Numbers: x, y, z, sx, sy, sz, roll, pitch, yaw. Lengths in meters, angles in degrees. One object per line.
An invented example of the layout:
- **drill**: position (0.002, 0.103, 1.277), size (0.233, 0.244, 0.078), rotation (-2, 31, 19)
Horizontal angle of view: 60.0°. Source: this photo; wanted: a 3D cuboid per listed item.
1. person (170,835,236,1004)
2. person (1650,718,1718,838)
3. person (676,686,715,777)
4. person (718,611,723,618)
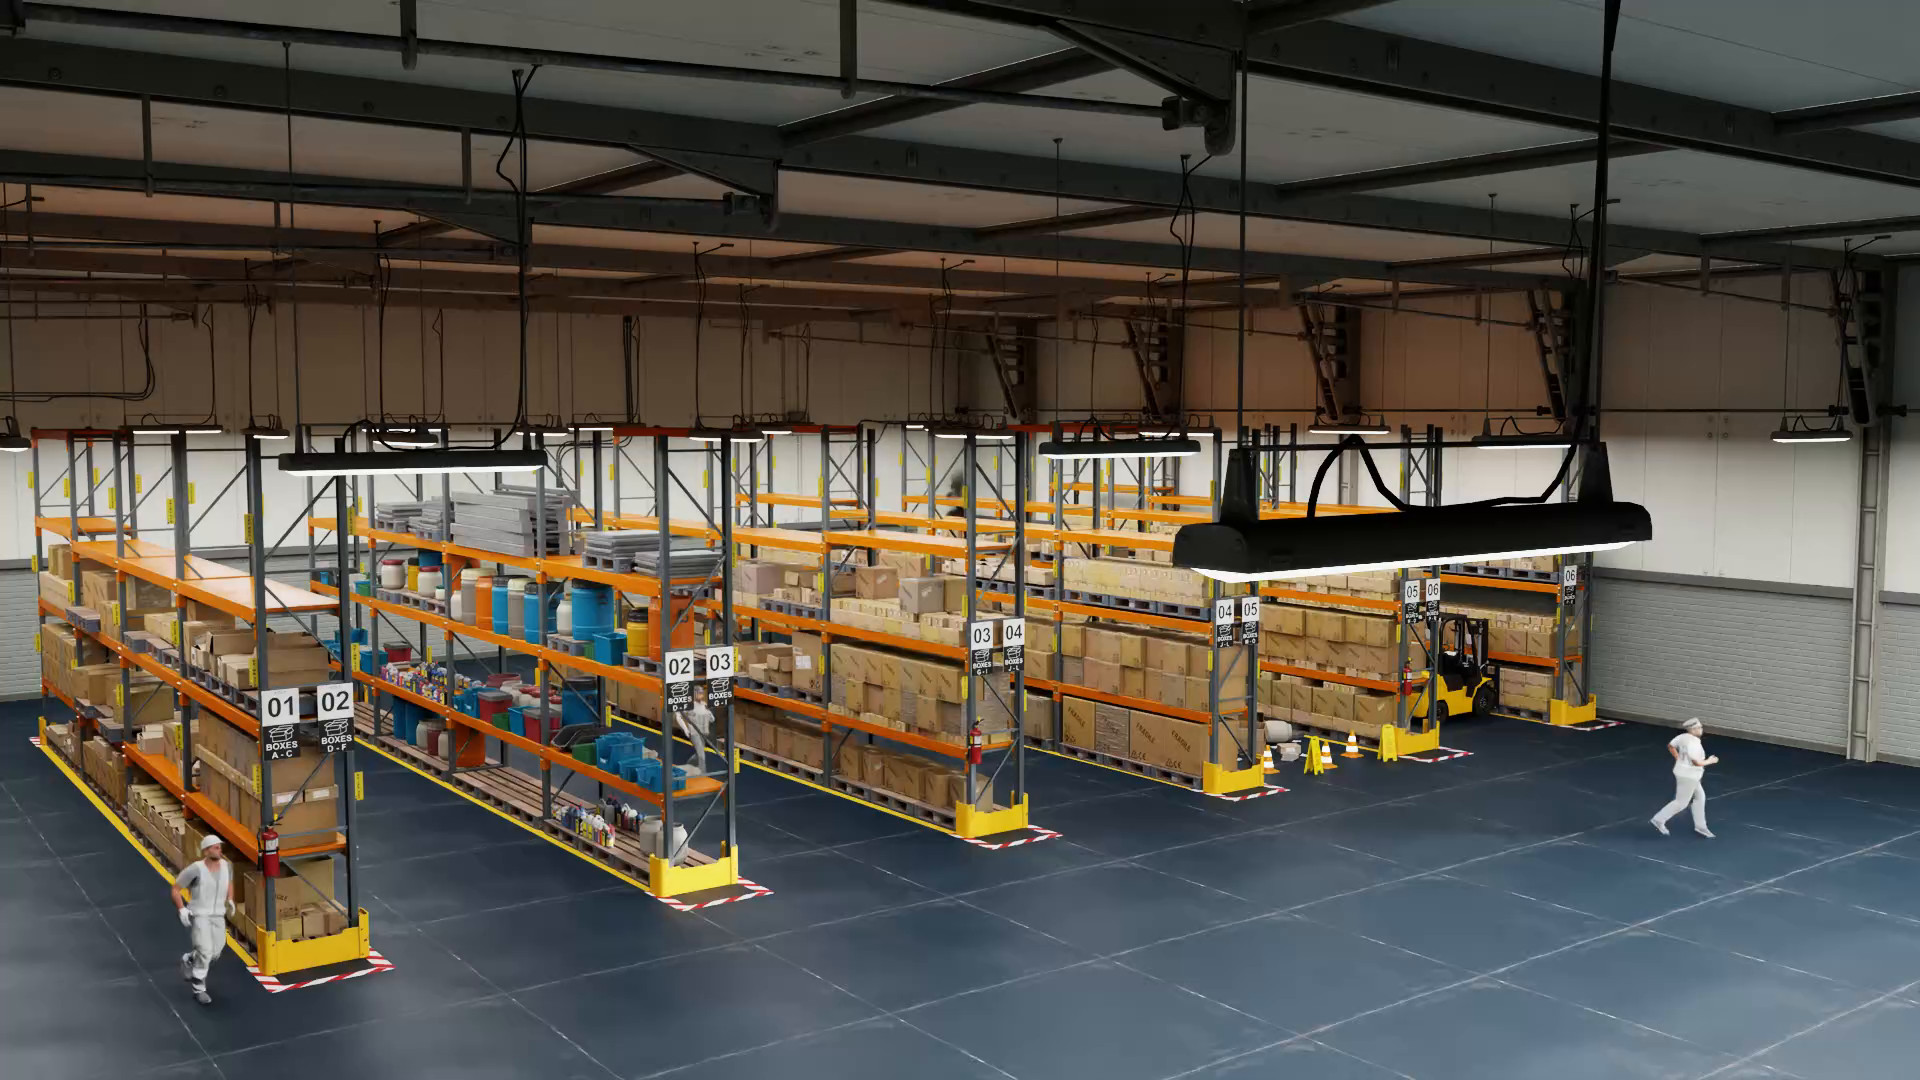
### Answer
- **person**: position (-8.186, 4.061, 18.026), size (0.712, 1.734, 0.707), rotation (3, 5, 33)
- **person**: position (10.718, 3.516, 24.586), size (0.942, 1.825, 0.671), rotation (1, 5, 12)
- **person**: position (-4.373, 3.275, 27.866), size (0.897, 1.694, 0.605), rotation (4, 6, 38)
- **person**: position (-5.517, 2.470, 38.377), size (0.584, 1.678, 0.964), rotation (-4, 6, -40)
